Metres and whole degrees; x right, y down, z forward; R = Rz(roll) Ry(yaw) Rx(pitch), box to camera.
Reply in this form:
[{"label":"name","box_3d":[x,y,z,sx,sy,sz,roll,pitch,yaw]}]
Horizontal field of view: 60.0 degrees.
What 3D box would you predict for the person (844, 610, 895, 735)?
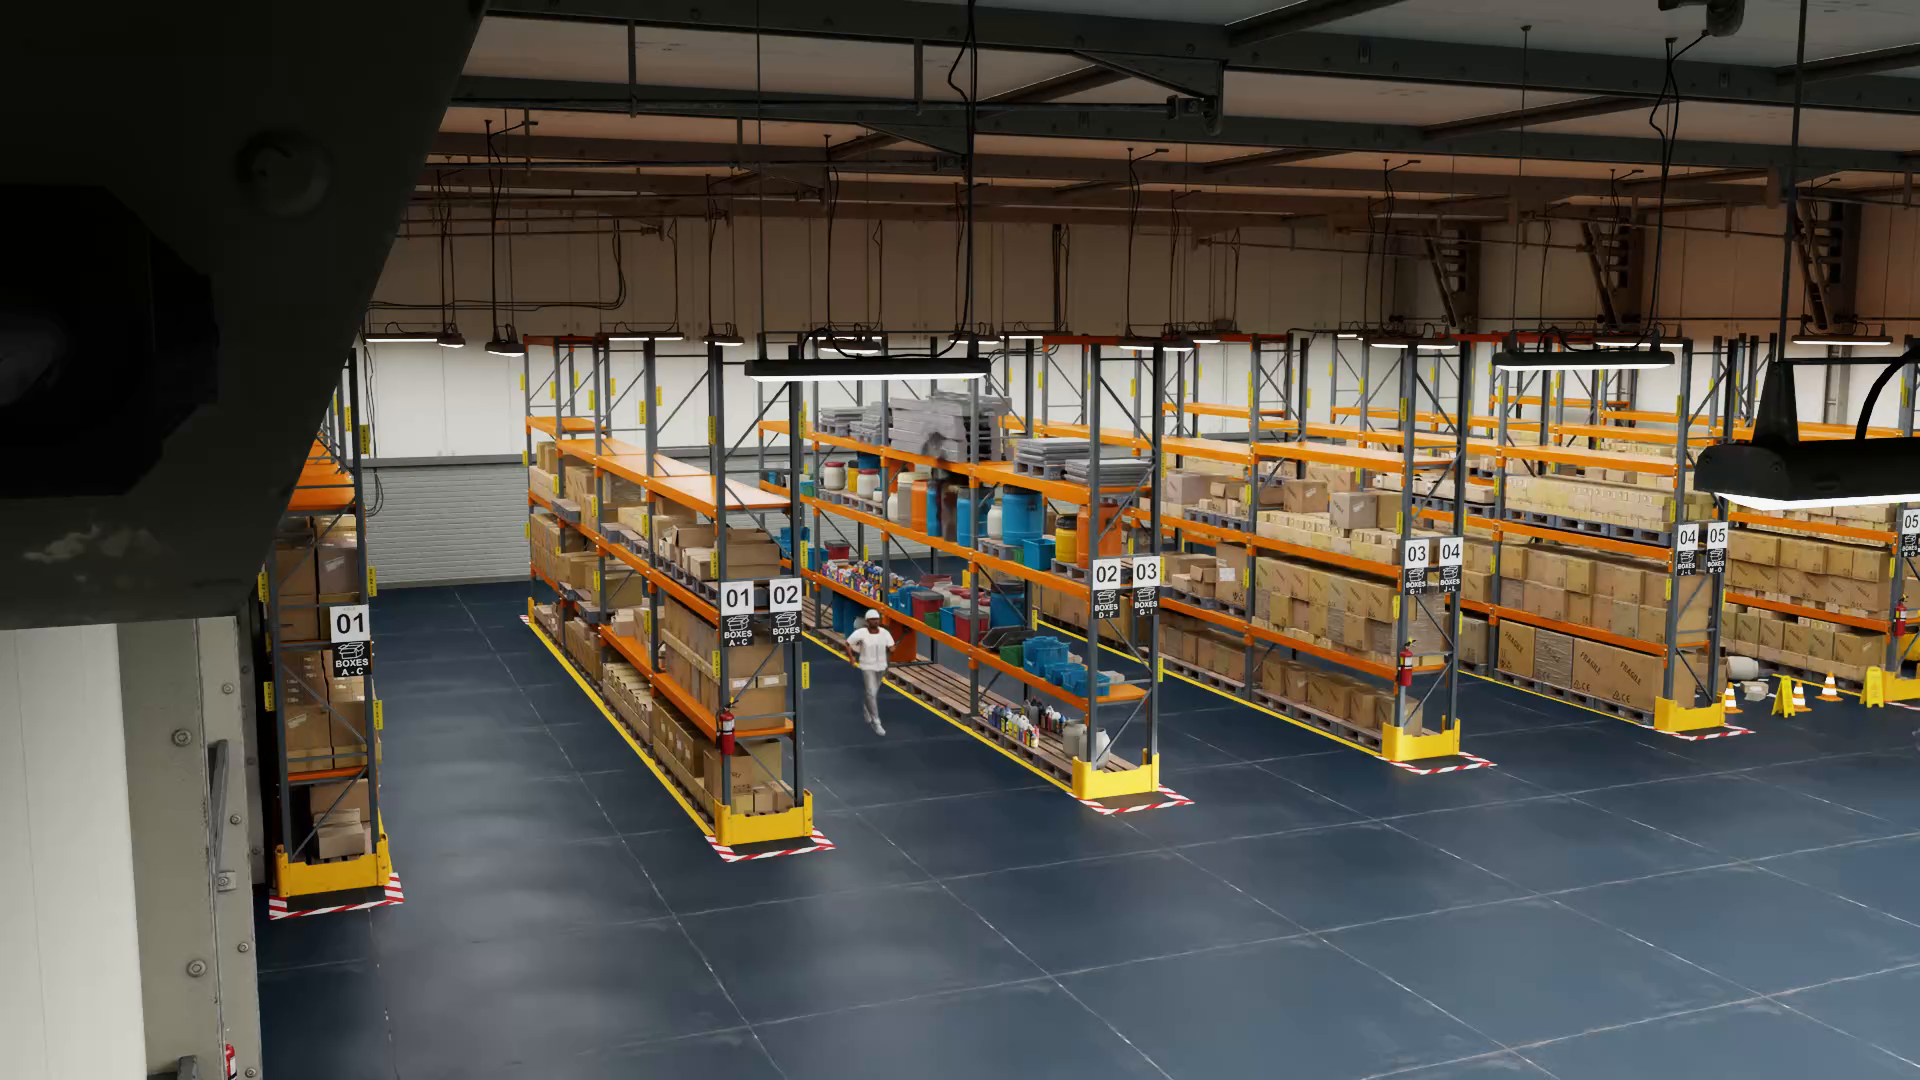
[{"label":"person","box_3d":[-1.275,1.914,24.592,0.684,1.785,0.905,-5,9,-31]}]
